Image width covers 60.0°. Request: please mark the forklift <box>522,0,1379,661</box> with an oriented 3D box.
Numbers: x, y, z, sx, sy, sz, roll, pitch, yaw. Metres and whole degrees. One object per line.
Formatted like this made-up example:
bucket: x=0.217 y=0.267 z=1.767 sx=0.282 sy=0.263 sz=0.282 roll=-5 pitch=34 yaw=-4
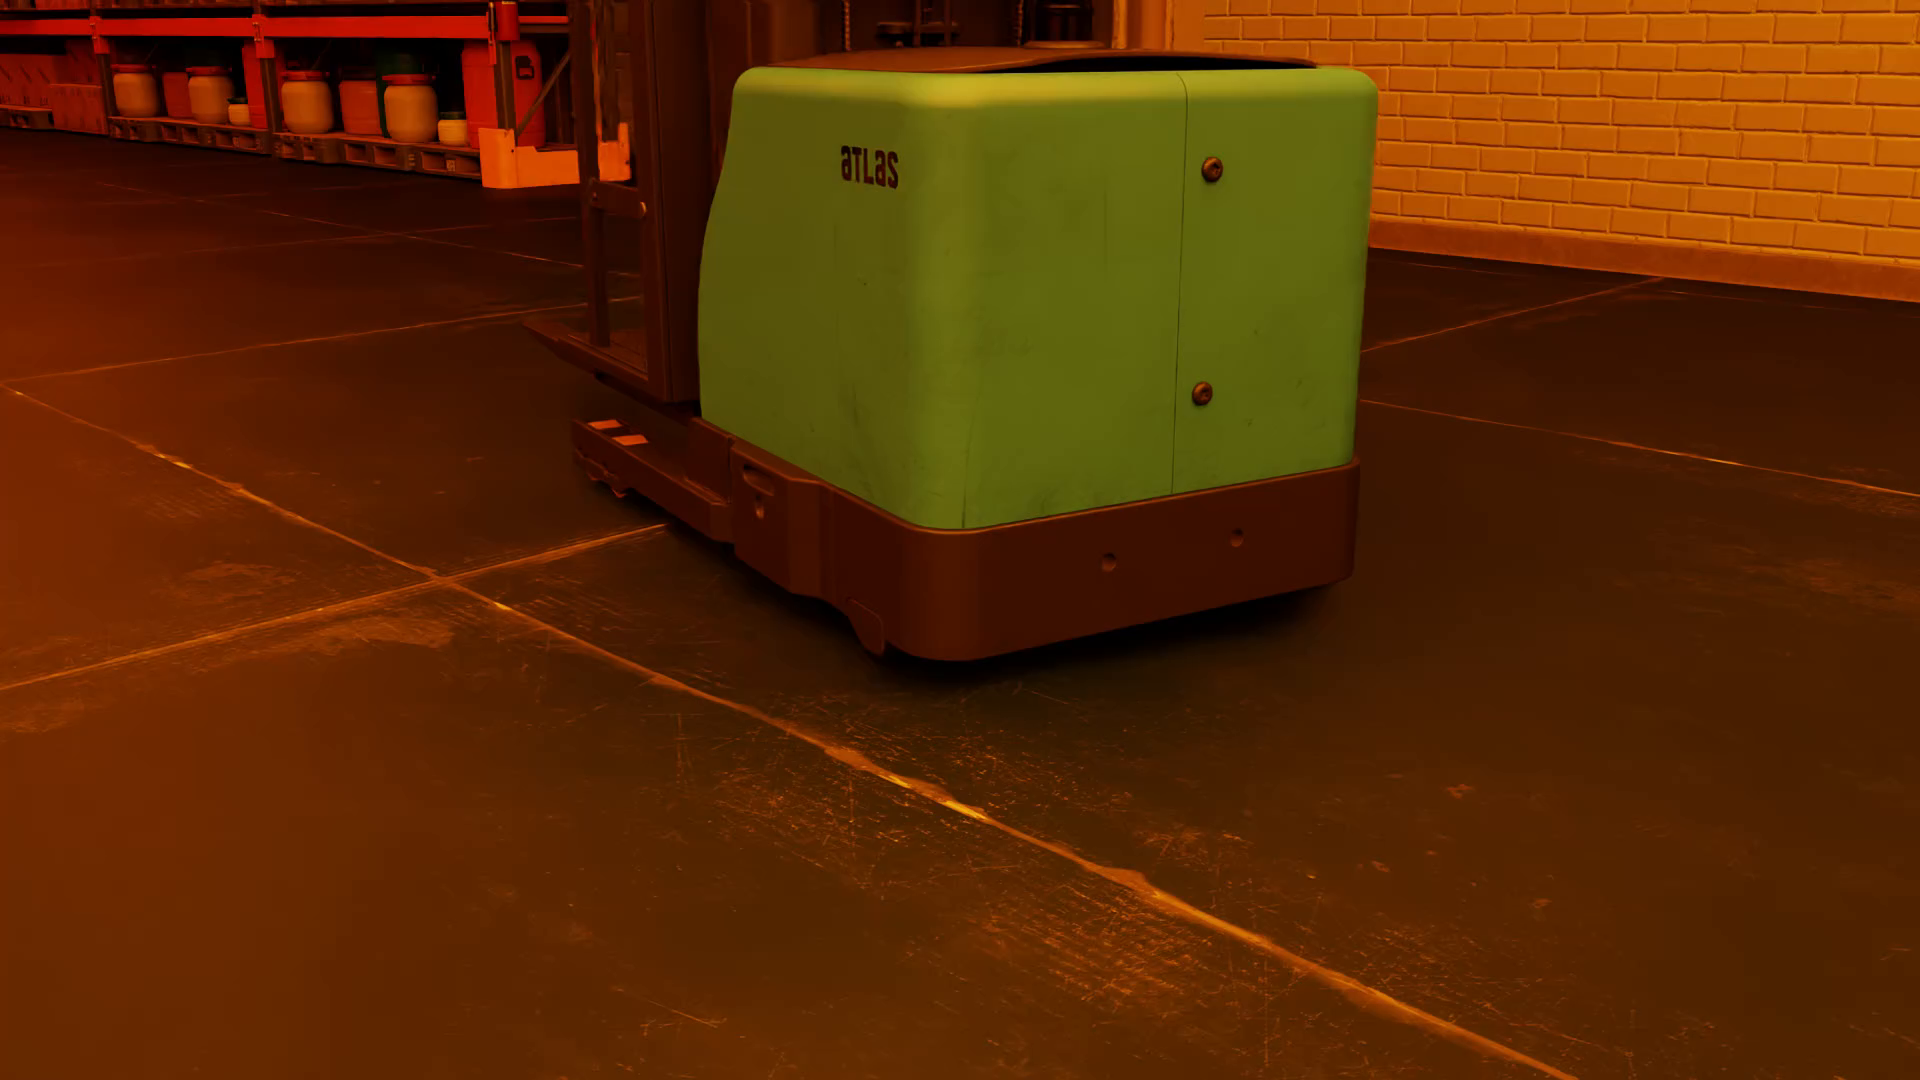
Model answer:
forklift: x=-0.371 y=-1.566 z=4.001 sx=1.130 sy=2.935 sz=3.031 roll=-10 pitch=20 yaw=-29
